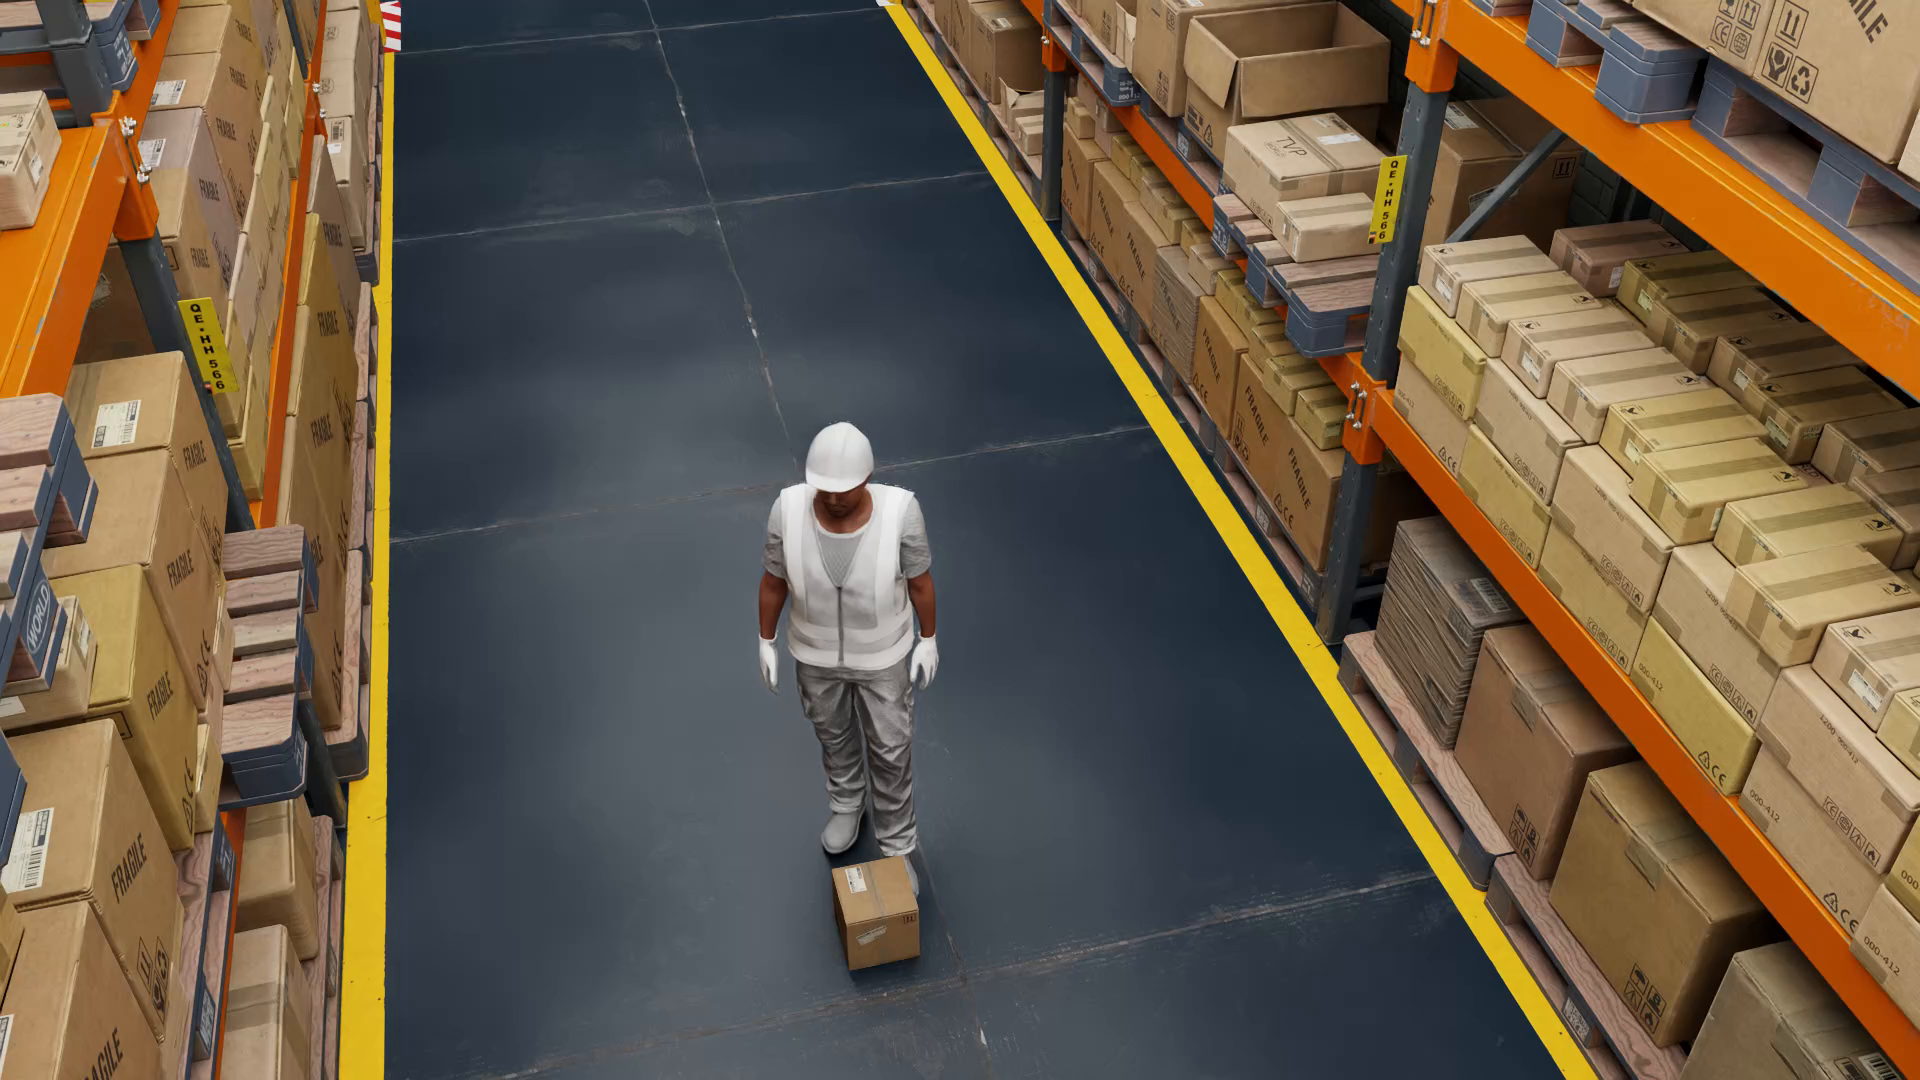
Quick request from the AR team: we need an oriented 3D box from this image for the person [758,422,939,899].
[{"bbox_3d":[-0.389,0.427,5.574,0.606,1.800,0.537,4,38,5],"label":"person"}]
